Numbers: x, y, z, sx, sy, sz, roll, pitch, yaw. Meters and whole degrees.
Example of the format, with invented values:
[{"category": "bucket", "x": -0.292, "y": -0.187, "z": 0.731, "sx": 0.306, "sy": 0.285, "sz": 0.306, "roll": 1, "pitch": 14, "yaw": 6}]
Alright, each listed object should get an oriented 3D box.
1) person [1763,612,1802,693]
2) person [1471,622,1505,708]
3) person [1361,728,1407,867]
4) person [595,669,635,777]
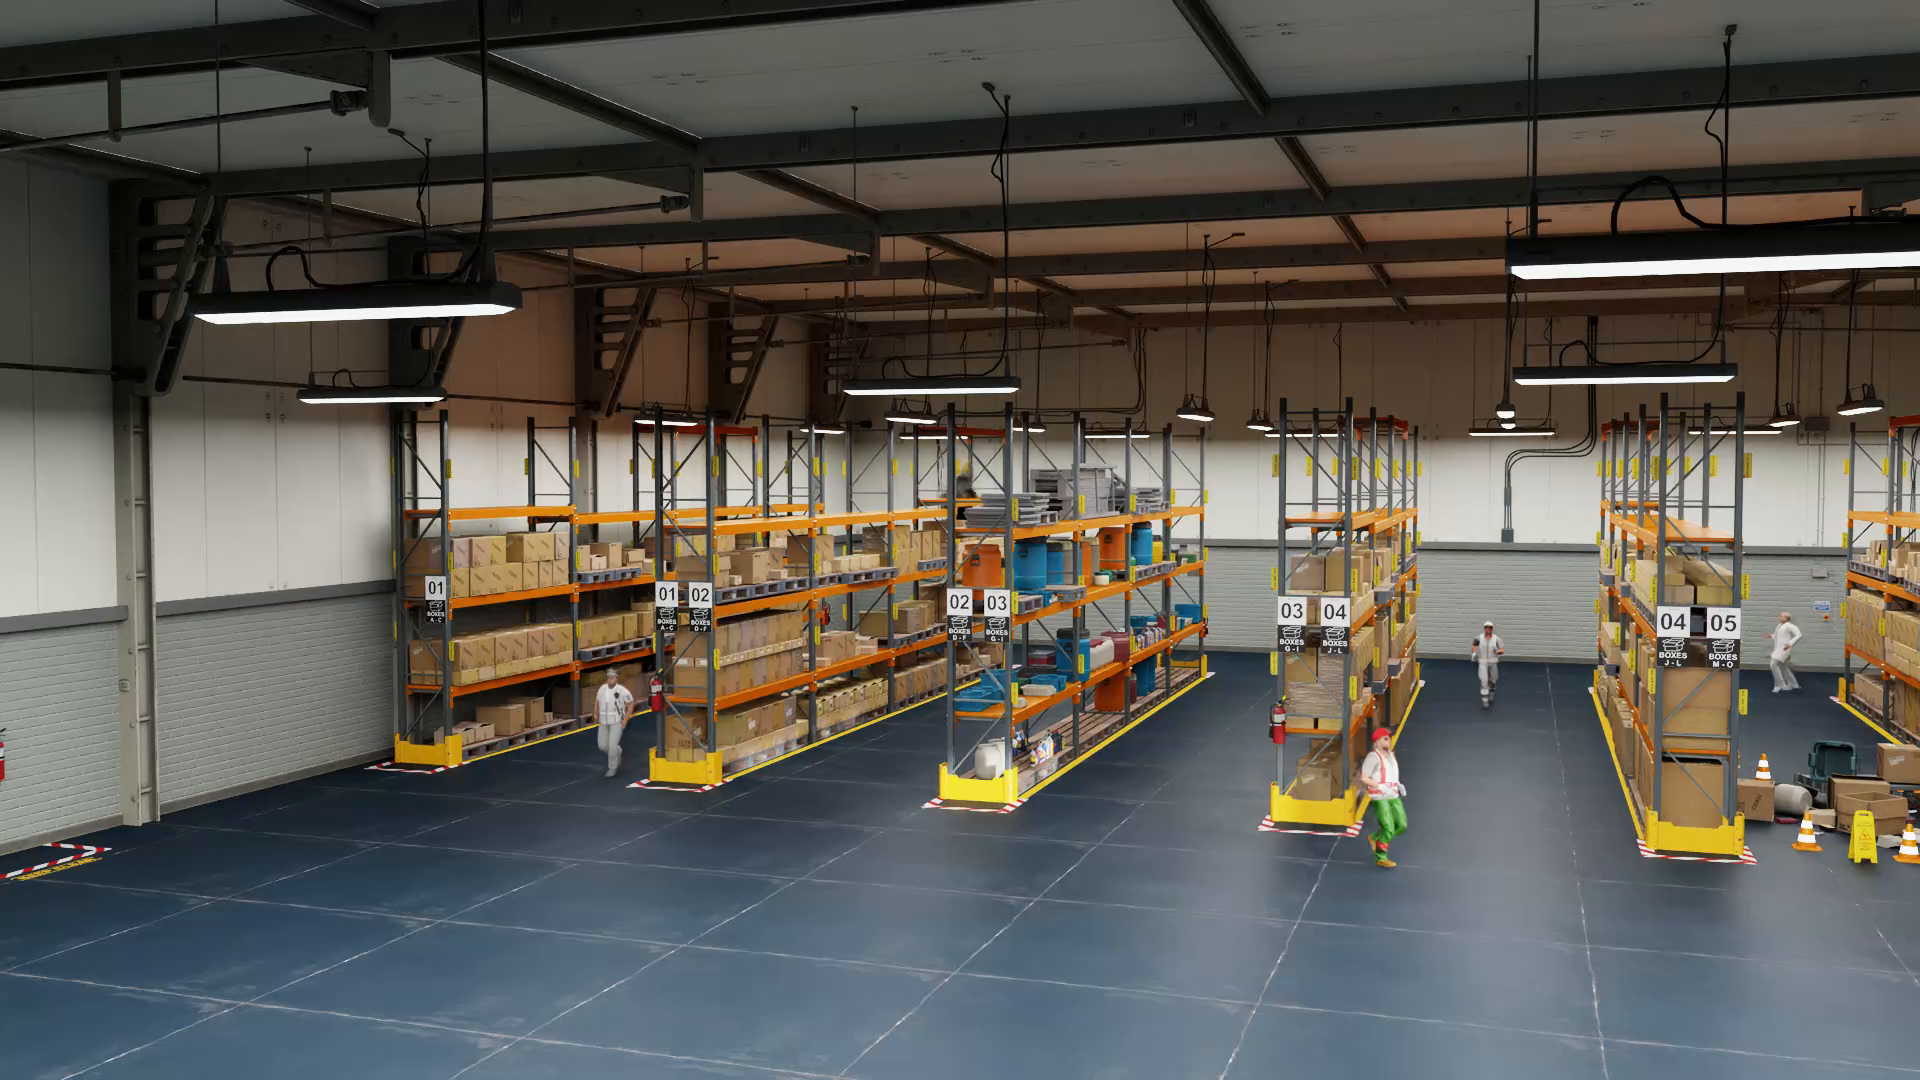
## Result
[{"category": "person", "x": 18.391, "y": 2.524, "z": 37.193, "sx": 0.777, "sy": 1.826, "sz": 0.685, "roll": 0, "pitch": 2, "yaw": 11}, {"category": "person", "x": 11.084, "y": 2.592, "z": 34.907, "sx": 0.663, "sy": 1.766, "sz": 0.998, "roll": 1, "pitch": 3, "yaw": 16}, {"category": "person", "x": 5.335, "y": 3.232, "z": 20.907, "sx": 0.652, "sy": 1.739, "sz": 0.613, "roll": -2, "pitch": 3, "yaw": -37}, {"category": "person", "x": -5.690, "y": 2.977, "z": 27.296, "sx": 0.697, "sy": 1.763, "sz": 0.588, "roll": 1, "pitch": 3, "yaw": 18}]
